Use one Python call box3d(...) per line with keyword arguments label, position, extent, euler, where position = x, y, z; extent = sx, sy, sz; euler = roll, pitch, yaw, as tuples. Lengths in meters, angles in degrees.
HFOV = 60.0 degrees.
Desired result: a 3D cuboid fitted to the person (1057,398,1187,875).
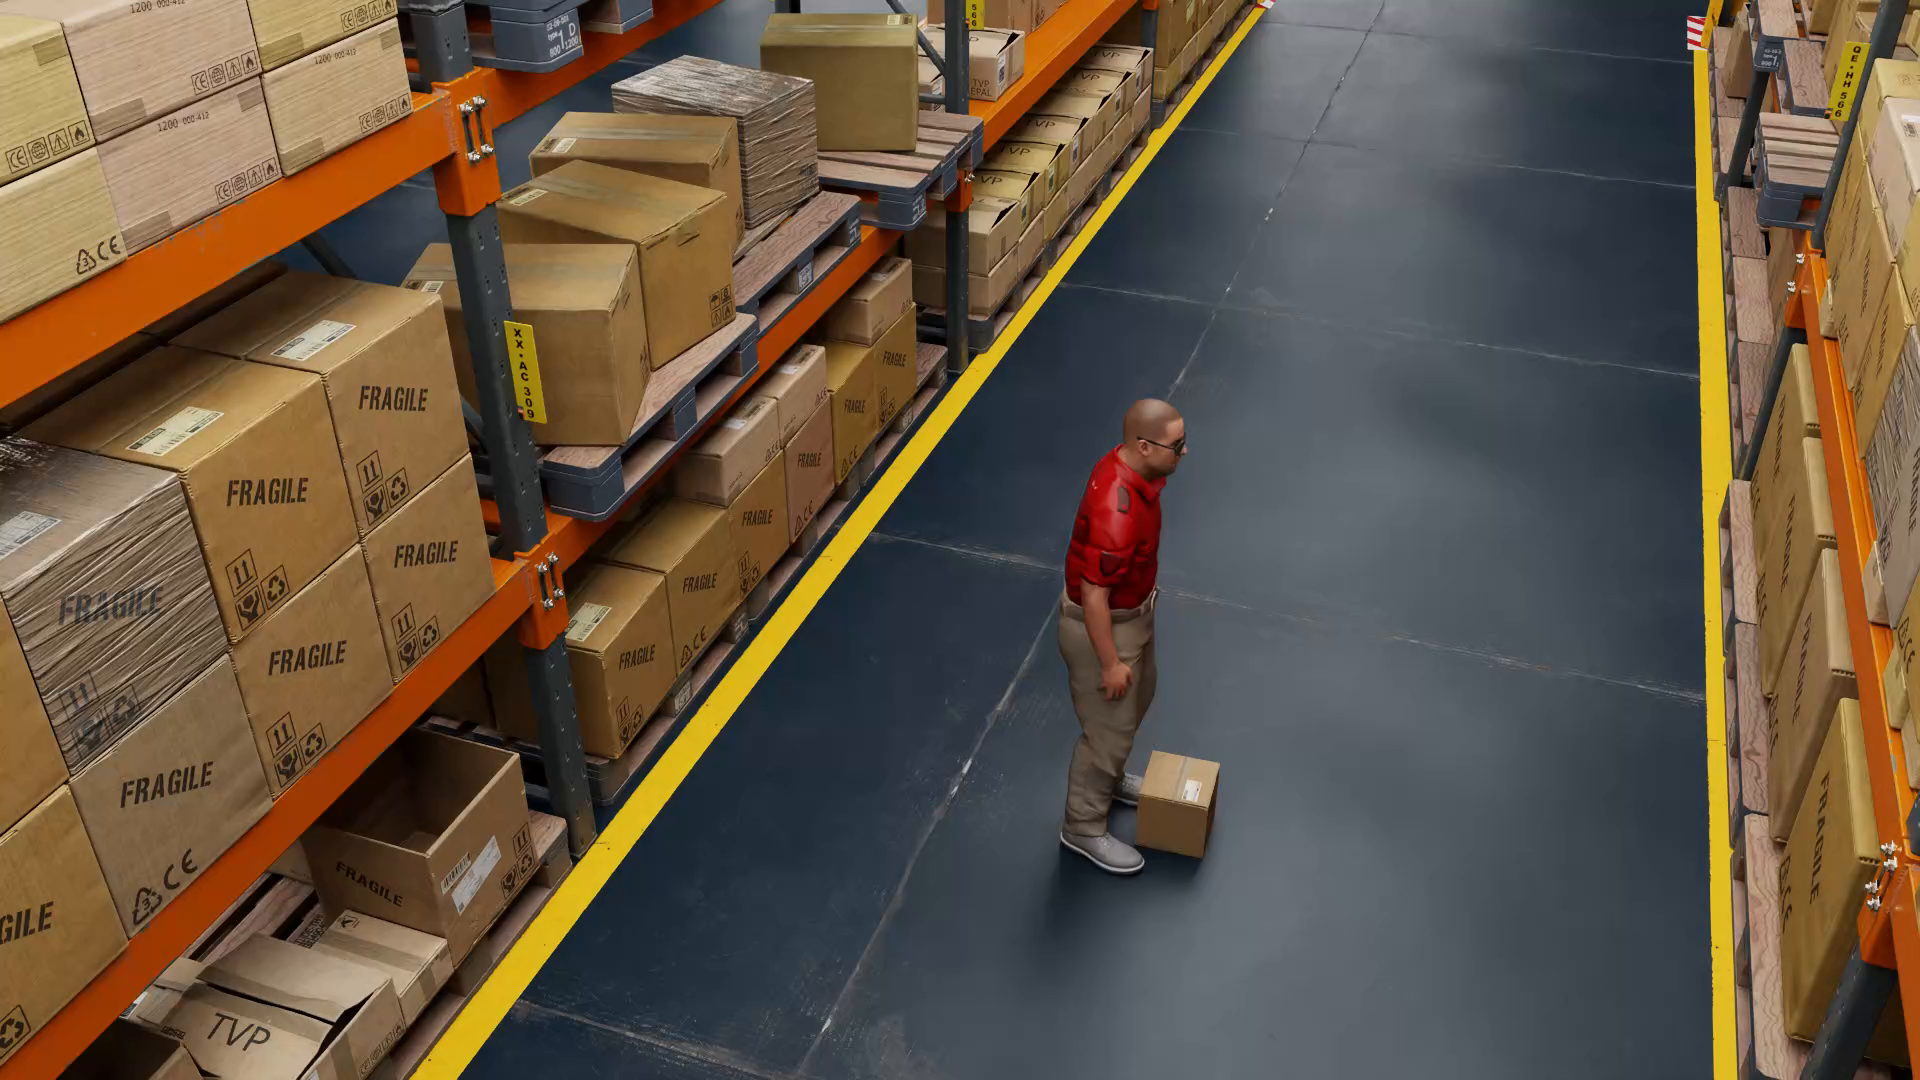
box3d(label="person", position=(0.548, 0.295, 5.699), extent=(0.389, 1.726, 0.605), euler=(9, 34, 14))
